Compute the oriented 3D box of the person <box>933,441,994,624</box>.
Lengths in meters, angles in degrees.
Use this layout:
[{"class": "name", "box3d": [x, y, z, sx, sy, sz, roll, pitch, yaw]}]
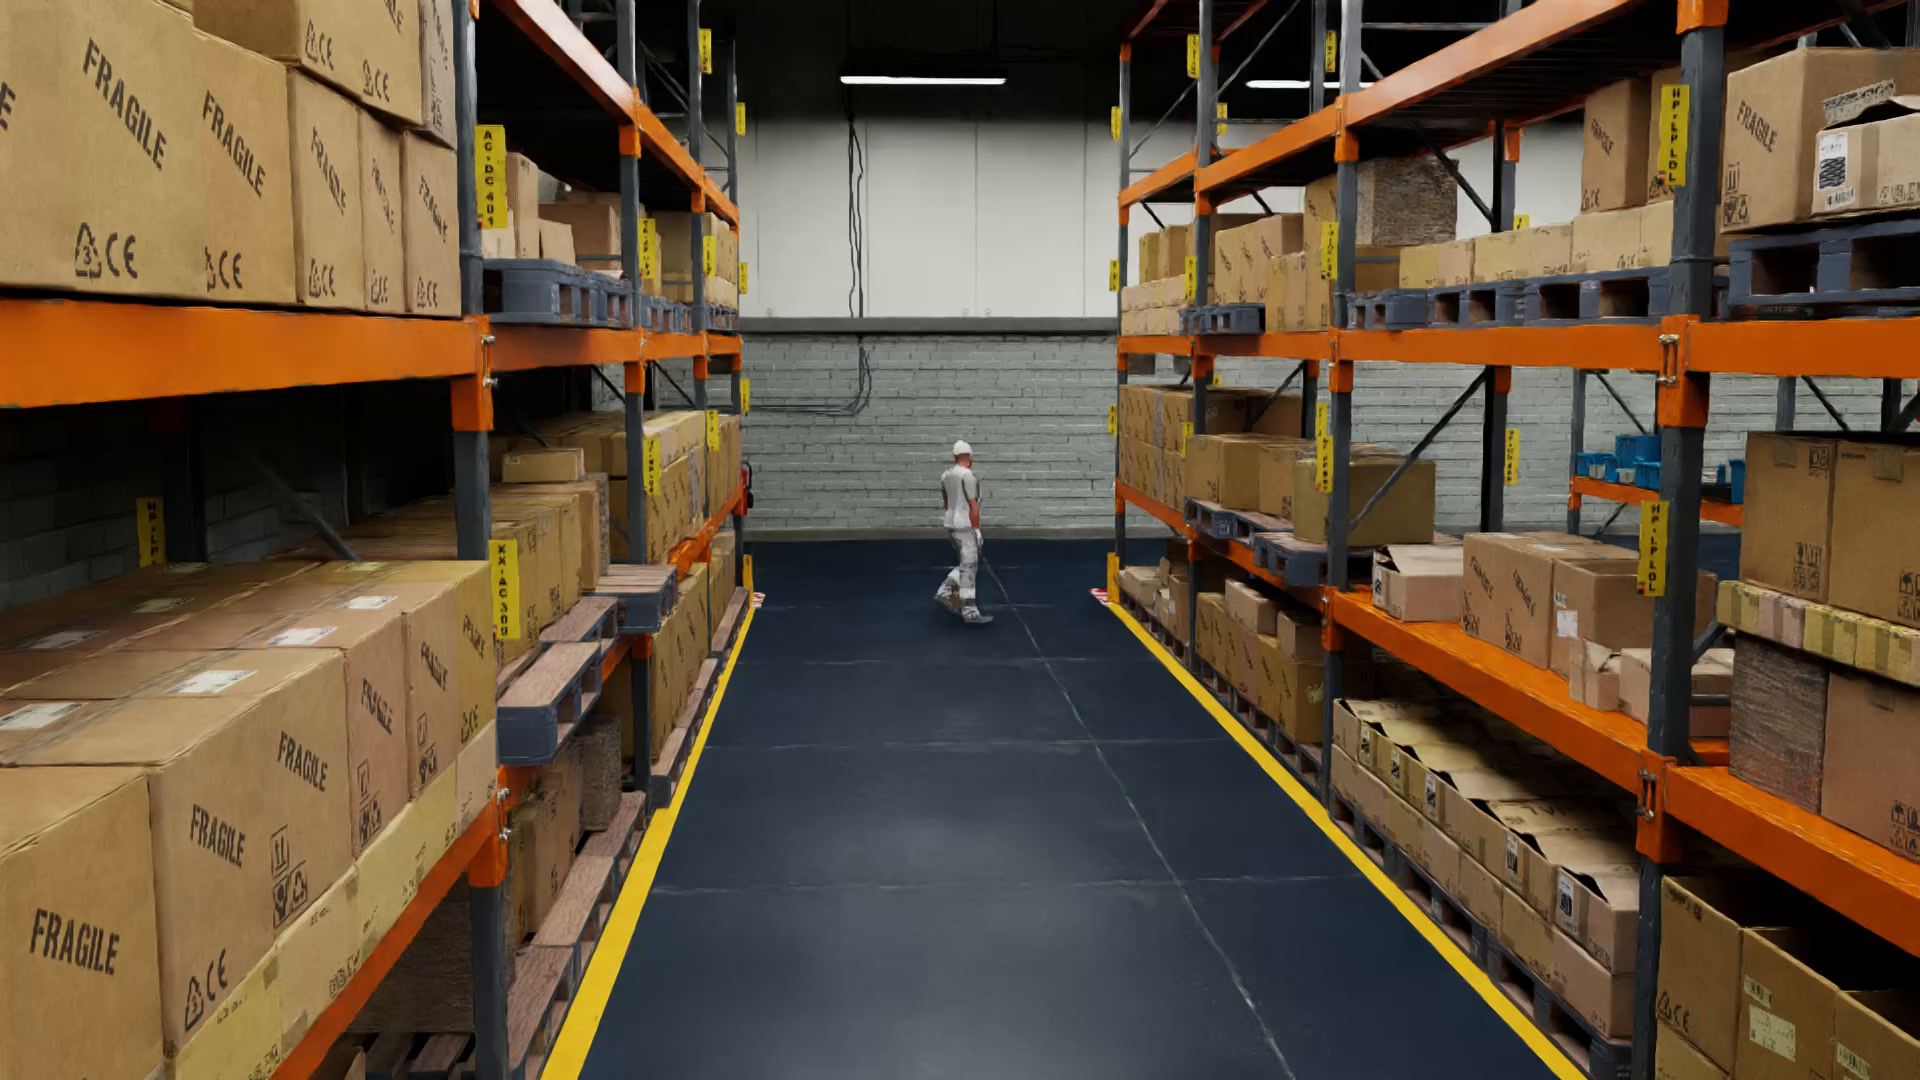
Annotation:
[{"class": "person", "box3d": [-0.008, -0.079, 16.292, 0.509, 1.771, 0.633, -4, 8, -28]}]
